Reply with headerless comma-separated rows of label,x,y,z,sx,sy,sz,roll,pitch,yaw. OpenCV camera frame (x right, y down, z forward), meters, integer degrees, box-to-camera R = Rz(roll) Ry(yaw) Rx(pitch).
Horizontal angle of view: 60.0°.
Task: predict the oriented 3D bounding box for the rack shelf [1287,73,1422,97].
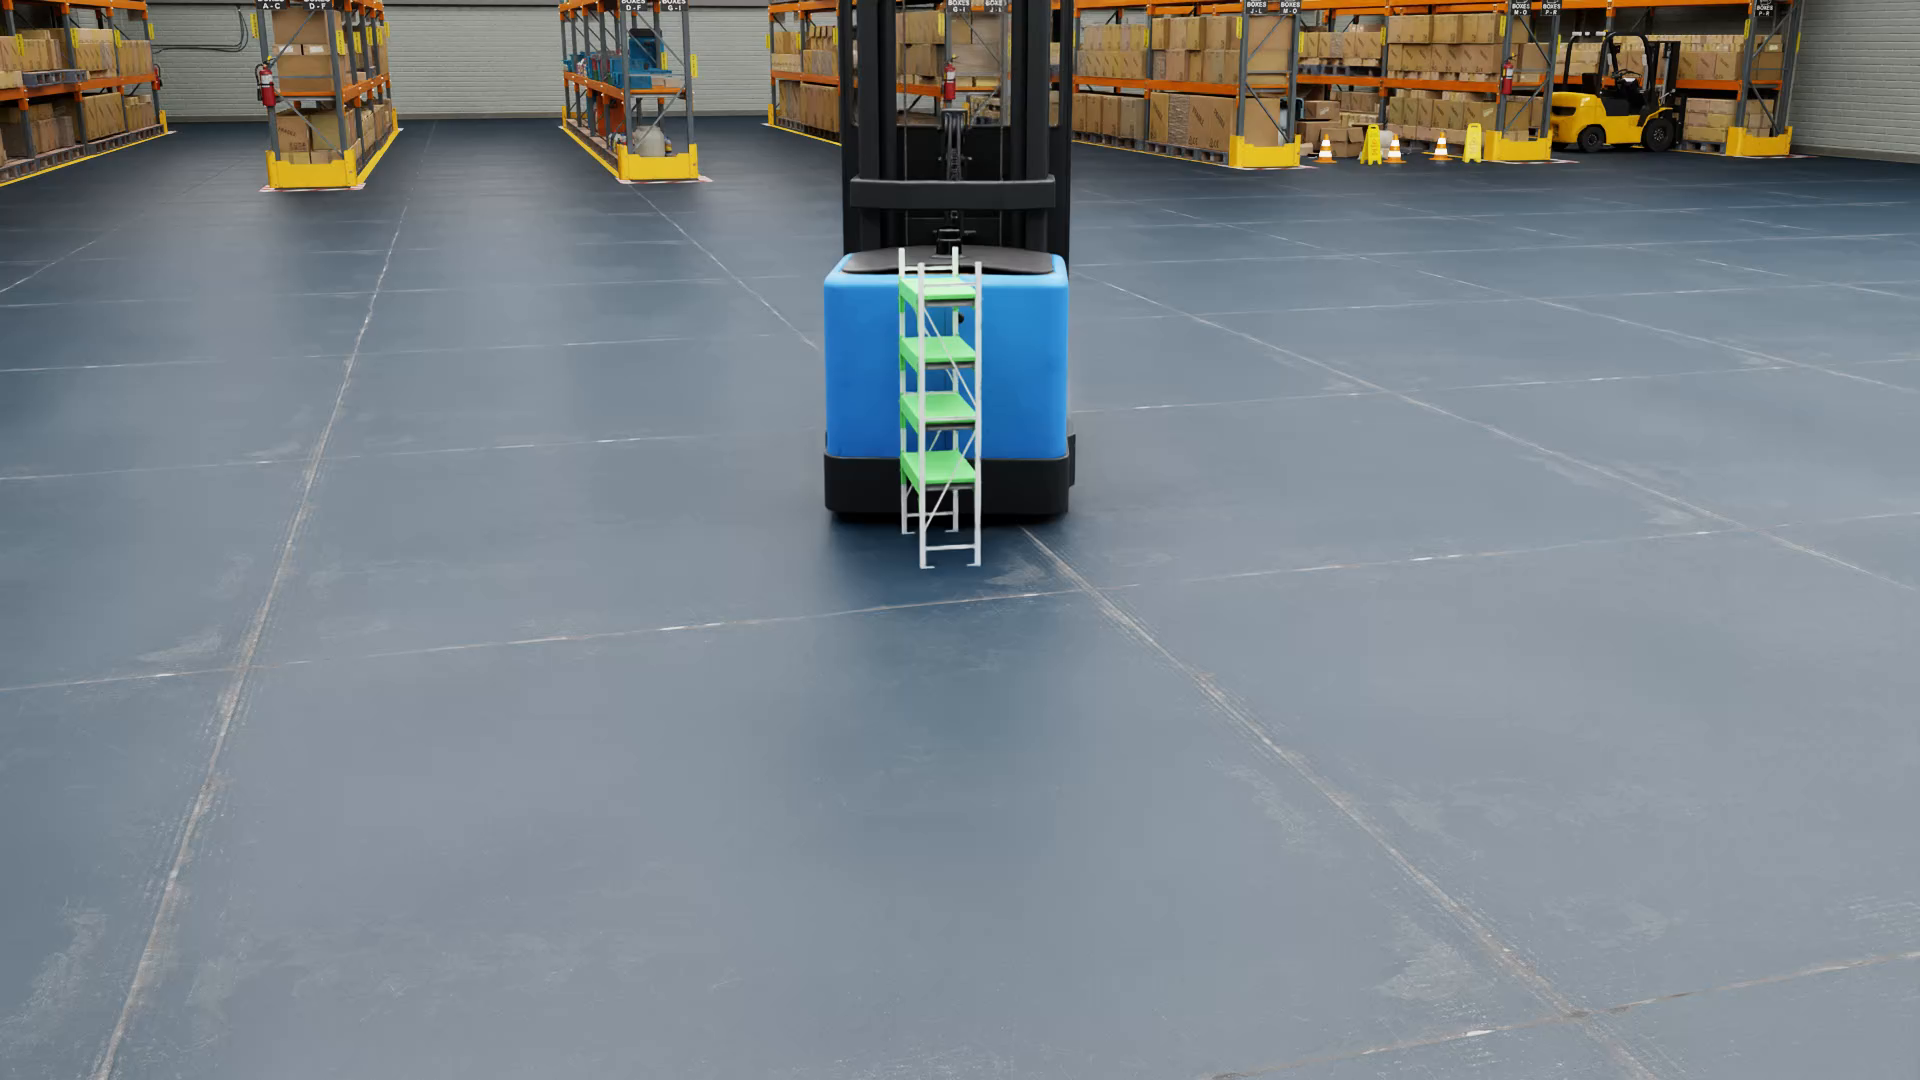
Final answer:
rack shelf,8.134,-9.401,34.285,1.077,0.370,4.000,-5,17,-15

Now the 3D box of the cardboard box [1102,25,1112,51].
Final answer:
cardboard box,3.250,-10.000,33.116,0.700,0.500,0.500,-5,17,-16

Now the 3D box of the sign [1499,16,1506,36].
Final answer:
sign,9.244,-8.754,28.317,0.100,0.325,0.005,-5,17,-15

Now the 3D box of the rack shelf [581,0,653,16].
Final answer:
rack shelf,-6.157,-9.663,29.942,1.077,0.370,4.000,-5,17,-15

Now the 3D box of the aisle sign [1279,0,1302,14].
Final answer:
aisle sign,5.359,-8.916,26.901,0.394,0.787,0.004,-5,17,-15

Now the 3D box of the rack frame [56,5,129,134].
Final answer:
rack frame,-17.331,-9.447,33.188,1.000,3.000,0.127,-5,17,-15

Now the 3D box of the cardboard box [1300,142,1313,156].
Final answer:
cardboard box,6.195,-7.134,30.240,0.396,0.266,0.258,-2,17,-6

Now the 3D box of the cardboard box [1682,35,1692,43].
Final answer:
cardboard box,13.806,-9.408,31.240,0.380,0.149,0.250,-4,17,-14

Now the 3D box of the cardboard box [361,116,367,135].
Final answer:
cardboard box,-10.377,-7.052,28.291,0.500,0.311,0.500,-5,17,-16

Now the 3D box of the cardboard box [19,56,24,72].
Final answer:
cardboard box,-15.240,-7.636,26.221,0.700,0.500,0.500,-5,17,-15

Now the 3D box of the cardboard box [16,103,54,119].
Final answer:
cardboard box,-15.888,-7.356,28.502,0.500,0.250,0.500,-4,17,-14

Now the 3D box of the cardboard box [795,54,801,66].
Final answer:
cardboard box,-3.417,-10.794,37.415,0.500,0.250,0.500,-5,17,-16

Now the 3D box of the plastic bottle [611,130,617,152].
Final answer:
plastic bottle,-5.732,-6.651,27.720,0.144,0.351,0.185,-5,18,-18

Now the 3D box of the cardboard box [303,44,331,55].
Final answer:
cardboard box,-9.172,-7.004,23.755,0.380,0.149,0.250,-5,17,-16

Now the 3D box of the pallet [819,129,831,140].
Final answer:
pallet,-2.420,-8.741,35.684,1.003,0.211,1.213,-5,17,-15

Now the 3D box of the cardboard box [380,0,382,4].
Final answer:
cardboard box,-13.274,-12.190,37.365,0.500,0.250,0.500,-5,17,-15

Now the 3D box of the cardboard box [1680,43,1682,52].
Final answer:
cardboard box,13.832,-9.341,31.533,0.380,0.149,0.250,-5,17,-16

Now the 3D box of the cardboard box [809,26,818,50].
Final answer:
cardboard box,-2.860,-10.974,36.354,0.797,0.503,0.637,-5,17,-17

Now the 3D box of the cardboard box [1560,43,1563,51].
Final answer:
cardboard box,12.768,-10.372,34.968,0.380,0.149,0.250,-5,17,-15

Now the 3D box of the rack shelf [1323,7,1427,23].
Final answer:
rack shelf,10.707,-13.444,42.531,1.077,0.370,4.000,-5,17,-15

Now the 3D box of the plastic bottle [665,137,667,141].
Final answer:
plastic bottle,-4.801,-6.436,27.141,0.097,0.271,0.097,0,17,0

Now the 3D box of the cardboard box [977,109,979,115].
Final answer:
cardboard box,0.641,-10.692,41.558,0.380,0.149,0.250,-5,17,-15

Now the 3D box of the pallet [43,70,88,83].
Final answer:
pallet,-15.934,-8.060,28.904,1.213,0.211,1.003,-5,17,-15

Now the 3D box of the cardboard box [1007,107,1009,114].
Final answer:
cardboard box,1.275,-10.100,39.070,0.380,0.149,0.250,-6,18,-18

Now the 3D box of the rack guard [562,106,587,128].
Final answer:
rack guard,-8.924,-10.145,39.857,1.175,0.500,0.348,-5,17,-15

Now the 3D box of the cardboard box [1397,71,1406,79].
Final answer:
cardboard box,8.581,-8.894,31.783,0.380,0.149,0.250,-4,17,-14

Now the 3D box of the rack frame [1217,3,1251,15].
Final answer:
rack frame,6.485,-11.405,39.707,1.000,3.000,0.127,-5,17,-15

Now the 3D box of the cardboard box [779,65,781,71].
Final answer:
cardboard box,-4.078,-11.200,39.459,0.380,0.149,0.250,-5,17,-16

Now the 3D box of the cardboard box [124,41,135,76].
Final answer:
cardboard box,-17.660,-9.944,34.322,0.980,0.700,0.700,-5,17,-17

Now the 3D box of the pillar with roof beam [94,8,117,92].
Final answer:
pillar with roof beam,-15.865,-14.445,39.400,9.100,9.000,0.400,-5,17,-15

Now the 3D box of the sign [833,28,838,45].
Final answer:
sign,-2.477,-10.025,33.100,0.100,0.325,0.005,-5,17,-15

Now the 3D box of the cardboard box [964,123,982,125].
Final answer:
cardboard box,0.099,-6.481,26.927,0.500,0.500,0.500,-1,17,-5

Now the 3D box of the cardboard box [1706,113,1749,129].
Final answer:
cardboard box,14.120,-7.713,30.596,0.500,0.250,0.500,-5,17,-16

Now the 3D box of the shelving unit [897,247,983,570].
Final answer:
shelving unit,-0.083,-0.535,6.648,0.258,1.200,0.503,-3,17,-10

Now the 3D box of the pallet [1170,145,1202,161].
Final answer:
pallet,4.425,-6.883,29.499,1.003,0.211,1.213,-5,17,-15

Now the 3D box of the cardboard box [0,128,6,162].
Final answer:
cardboard box,-14.809,-5.964,25.172,0.500,0.500,0.500,-6,18,-19

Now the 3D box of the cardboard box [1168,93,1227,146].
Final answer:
cardboard box,4.309,-7.528,29.763,0.875,0.875,0.875,-5,17,-15

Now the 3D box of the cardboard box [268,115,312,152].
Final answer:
cardboard box,-9.705,-5.889,24.087,0.500,0.500,0.500,-5,17,-15

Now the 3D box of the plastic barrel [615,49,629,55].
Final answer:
plastic barrel,-6.288,-9.085,31.745,0.600,0.536,0.708,-5,17,-15

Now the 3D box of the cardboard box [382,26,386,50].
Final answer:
cardboard box,-12.995,-11.089,36.741,0.500,0.500,0.500,-4,17,-14

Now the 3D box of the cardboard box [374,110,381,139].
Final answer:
cardboard box,-11.320,-7.895,31.602,0.500,0.500,0.500,-4,17,-13

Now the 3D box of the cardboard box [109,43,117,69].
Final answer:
cardboard box,-16.962,-9.539,32.769,0.500,0.500,0.500,-5,17,-16

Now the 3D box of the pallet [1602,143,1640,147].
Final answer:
pallet,13.633,-8.027,33.308,1.003,0.211,1.213,-5,17,-15

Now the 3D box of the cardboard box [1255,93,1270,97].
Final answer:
cardboard box,7.233,-9.927,37.749,0.875,0.875,0.875,-4,17,-15

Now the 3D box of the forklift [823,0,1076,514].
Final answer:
forklift,-0.007,-1.883,8.124,1.130,2.935,3.031,1,17,2

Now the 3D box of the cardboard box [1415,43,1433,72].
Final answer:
cardboard box,8.822,-8.962,30.883,0.500,0.500,0.500,-5,17,-16

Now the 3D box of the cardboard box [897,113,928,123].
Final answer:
cardboard box,-0.993,-7.594,30.599,0.700,0.500,0.500,-6,18,-20

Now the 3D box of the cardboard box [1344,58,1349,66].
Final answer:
cardboard box,8.010,-9.677,33.660,0.380,0.149,0.250,-5,17,-15

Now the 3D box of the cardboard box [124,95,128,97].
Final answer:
cardboard box,-18.229,-9.561,36.055,0.380,0.149,0.250,-5,17,-15

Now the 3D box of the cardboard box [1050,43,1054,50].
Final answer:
cardboard box,2.138,-10.487,35.322,0.380,0.149,0.250,-4,17,-14

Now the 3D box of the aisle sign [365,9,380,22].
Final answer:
aisle sign,-13.393,-12.234,37.948,0.394,0.787,0.004,-5,17,-15

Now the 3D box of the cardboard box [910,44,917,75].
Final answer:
cardboard box,-0.345,-8.057,27.869,0.875,0.500,0.500,-5,17,-15
